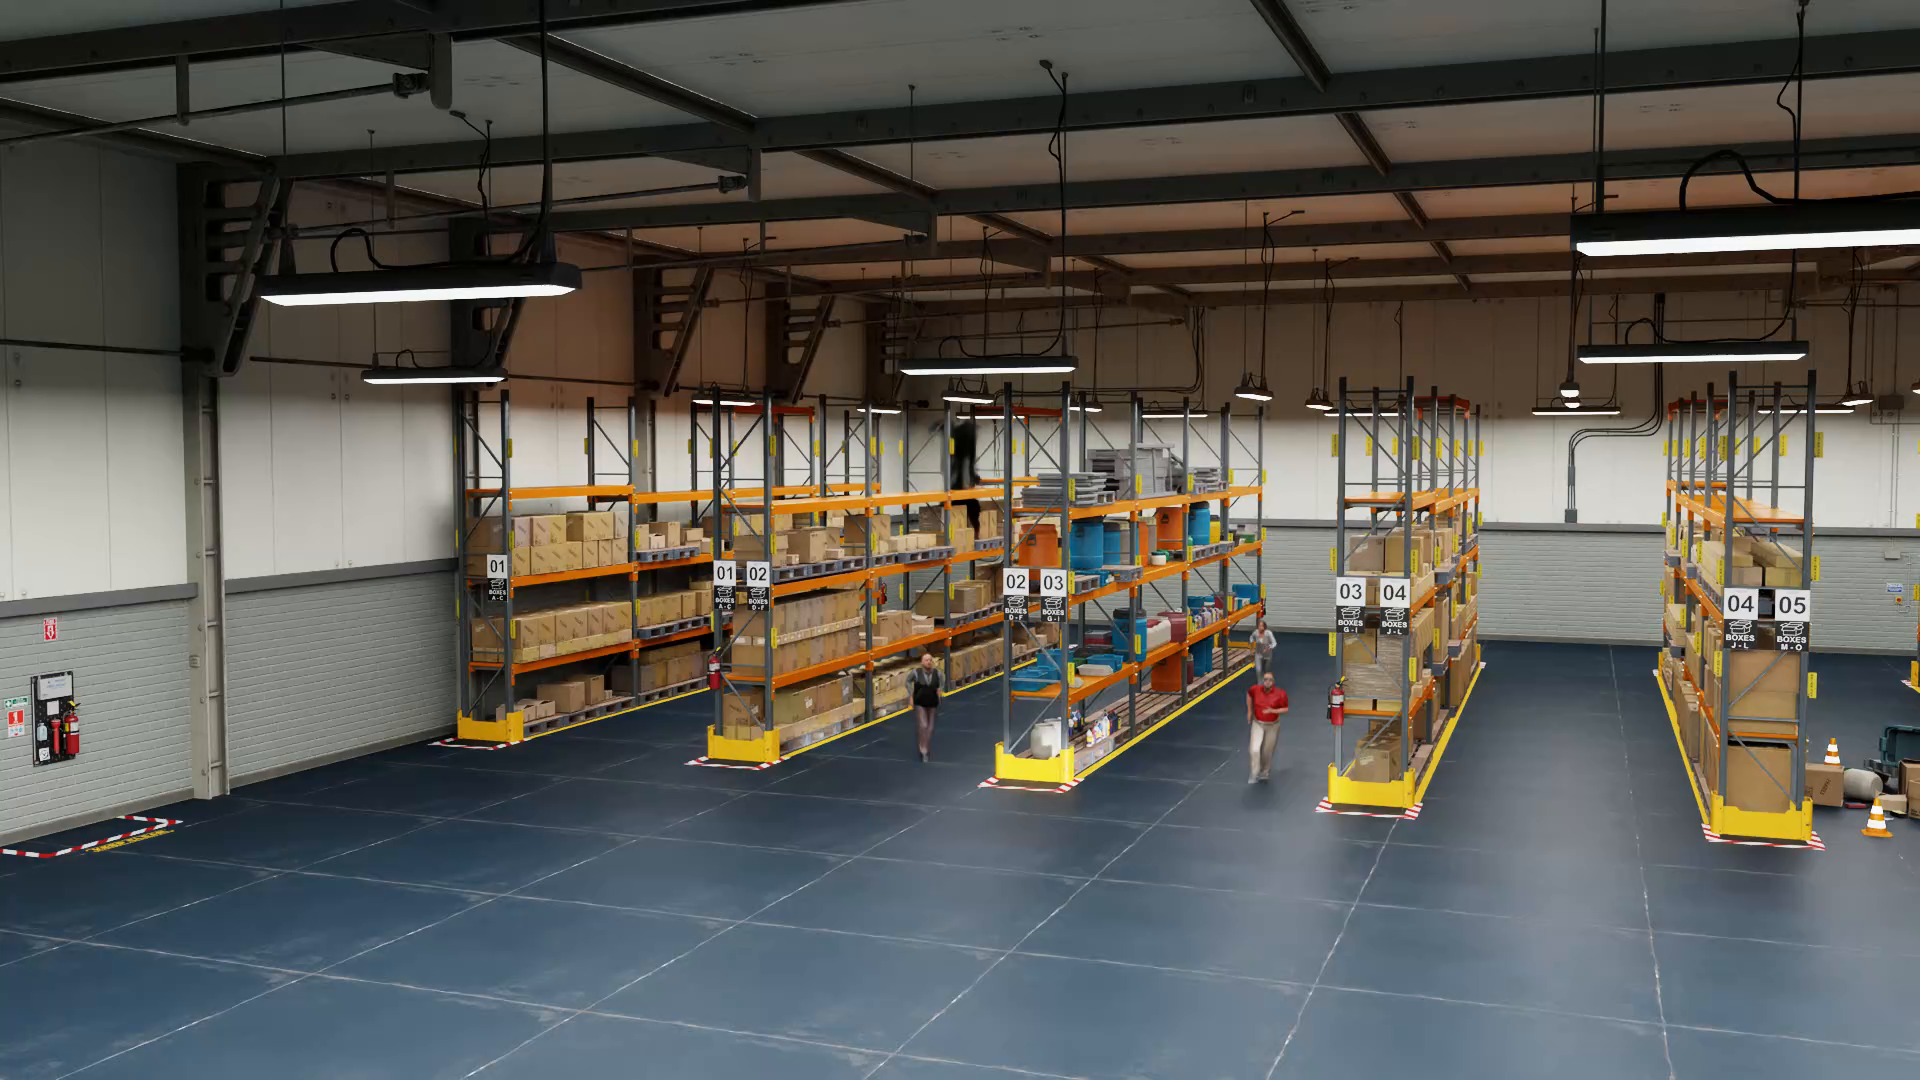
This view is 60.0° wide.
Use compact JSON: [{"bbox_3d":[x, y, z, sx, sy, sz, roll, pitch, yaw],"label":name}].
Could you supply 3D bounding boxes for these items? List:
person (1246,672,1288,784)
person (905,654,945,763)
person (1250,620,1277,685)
[{"bbox_3d":[4.568,2.832,24.766,0.647,1.781,0.787,1,3,16],"label":"person"},{"bbox_3d":[-0.543,2.701,26.682,0.596,1.770,0.873,-1,3,-20],"label":"person"},{"bbox_3d":[6.086,2.381,33.385,0.540,1.589,0.993,1,3,13],"label":"person"}]
